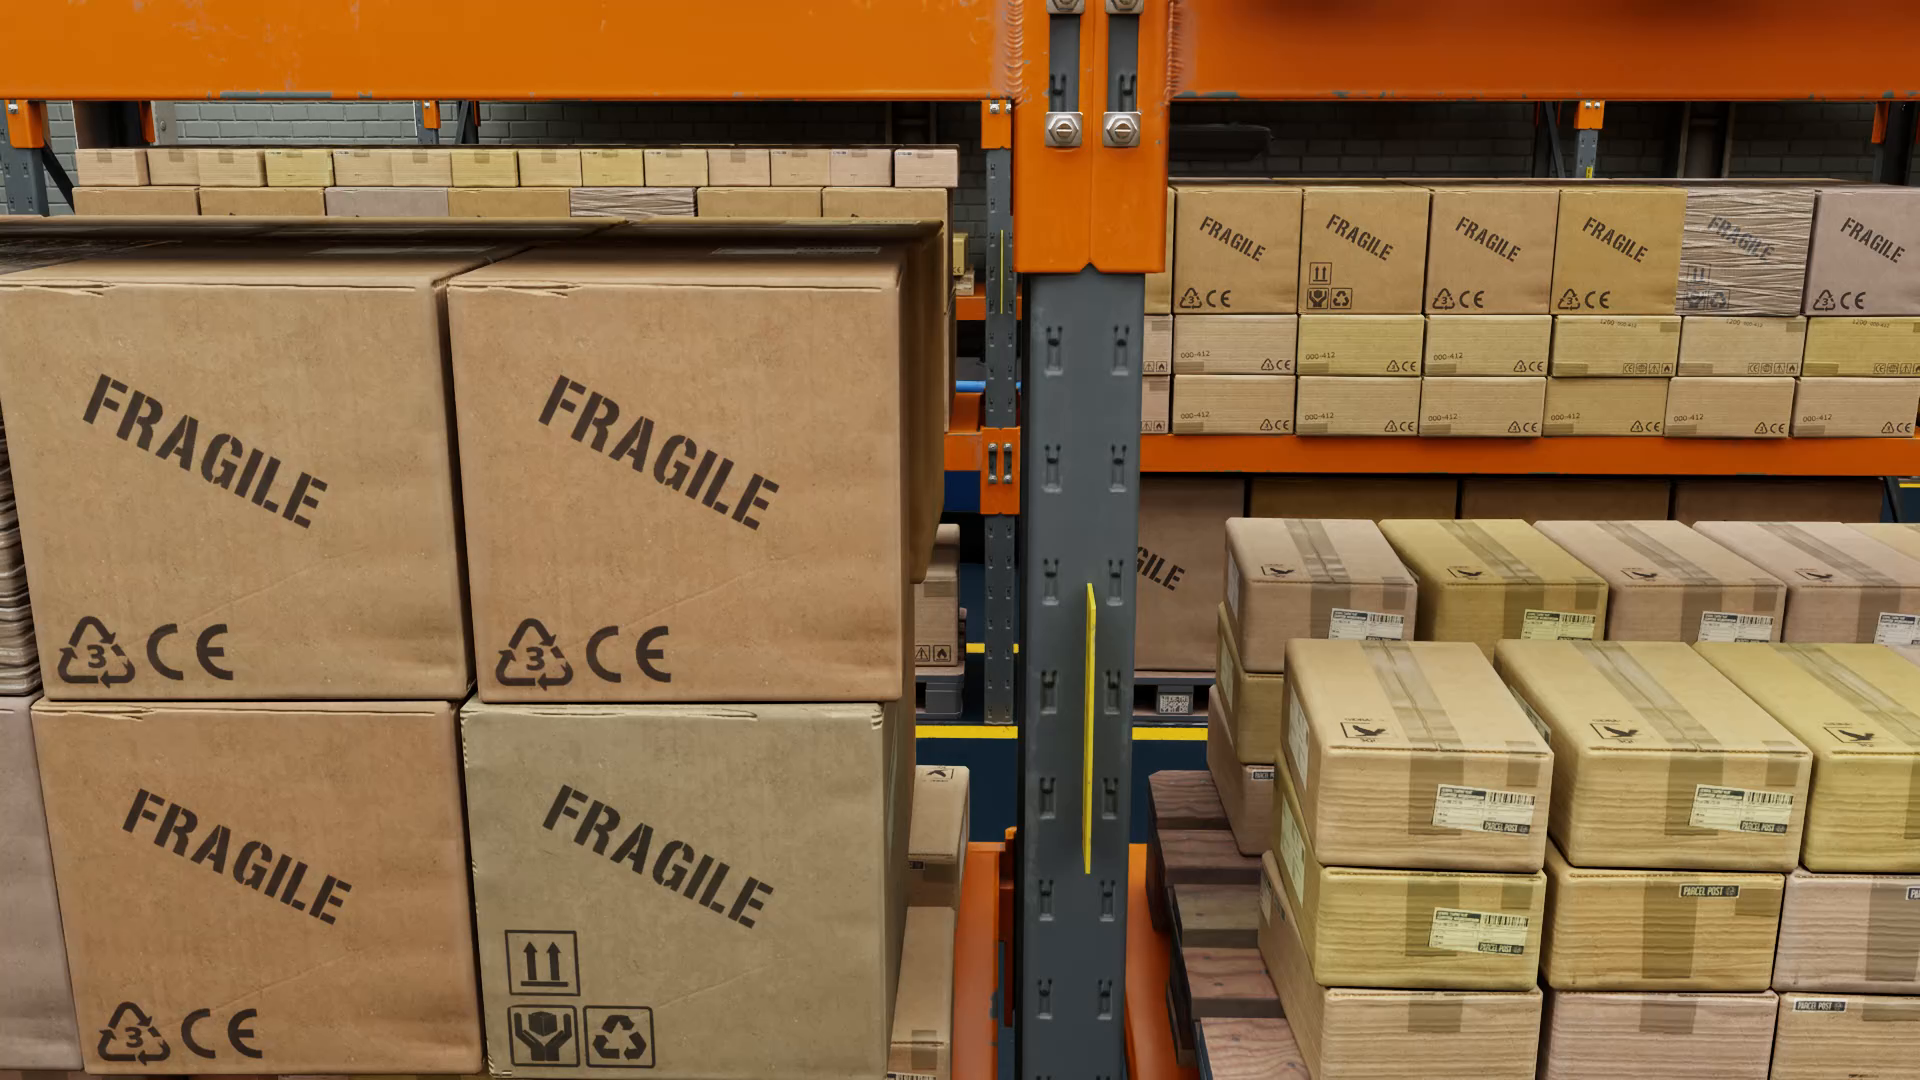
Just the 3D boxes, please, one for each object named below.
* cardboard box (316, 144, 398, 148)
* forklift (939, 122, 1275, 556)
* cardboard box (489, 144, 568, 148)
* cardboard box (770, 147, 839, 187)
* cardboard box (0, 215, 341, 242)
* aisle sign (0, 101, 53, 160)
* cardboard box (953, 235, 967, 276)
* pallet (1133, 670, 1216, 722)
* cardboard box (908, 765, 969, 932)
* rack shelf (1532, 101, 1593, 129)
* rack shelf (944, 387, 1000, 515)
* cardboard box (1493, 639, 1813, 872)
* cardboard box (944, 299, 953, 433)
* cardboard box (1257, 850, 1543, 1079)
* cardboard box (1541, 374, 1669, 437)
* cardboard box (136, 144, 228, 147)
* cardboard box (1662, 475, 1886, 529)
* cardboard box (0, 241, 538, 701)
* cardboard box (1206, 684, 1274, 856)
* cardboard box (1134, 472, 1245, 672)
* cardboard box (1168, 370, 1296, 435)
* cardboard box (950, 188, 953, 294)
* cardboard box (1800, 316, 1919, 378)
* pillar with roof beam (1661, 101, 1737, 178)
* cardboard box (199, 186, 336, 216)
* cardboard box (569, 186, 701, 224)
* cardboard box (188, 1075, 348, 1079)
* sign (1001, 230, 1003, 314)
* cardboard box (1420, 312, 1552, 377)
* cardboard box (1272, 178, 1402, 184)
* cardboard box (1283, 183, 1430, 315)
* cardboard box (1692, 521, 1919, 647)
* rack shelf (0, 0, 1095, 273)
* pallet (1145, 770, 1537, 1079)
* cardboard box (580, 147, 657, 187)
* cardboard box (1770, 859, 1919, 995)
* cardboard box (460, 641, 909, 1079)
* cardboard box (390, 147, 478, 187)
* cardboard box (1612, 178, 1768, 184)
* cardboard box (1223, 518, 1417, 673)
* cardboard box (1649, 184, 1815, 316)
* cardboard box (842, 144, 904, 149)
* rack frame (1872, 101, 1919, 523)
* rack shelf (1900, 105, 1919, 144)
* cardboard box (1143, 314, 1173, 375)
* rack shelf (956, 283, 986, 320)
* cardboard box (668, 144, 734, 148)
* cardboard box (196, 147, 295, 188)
[{"bbox_3d":[-2.688,-1.696,7.462,0.250,0.149,0.380,1,15,3],"label":"cardboard box"},{"bbox_3d":[1.285,-1.385,9.845,3.031,2.935,1.130,1,15,5],"label":"forklift"},{"bbox_3d":[-1.915,-1.683,7.413,0.250,0.149,0.380,1,15,3],"label":"cardboard box"},{"bbox_3d":[-0.645,-1.564,6.960,0.250,0.149,0.380,0,15,1],"label":"cardboard box"},{"bbox_3d":[-1.311,-0.252,2.677,0.500,0.500,0.500,1,15,2],"label":"cardboard box"},{"bbox_3d":[-3.897,-1.974,6.844,0.004,0.787,0.394,0,15,1],"label":"aisle sign"},{"bbox_3d":[-0.211,-2.042,11.912,0.500,0.250,0.500,1,15,3],"label":"cardboard box"},{"bbox_3d":[0.954,0.570,7.765,1.213,0.211,1.003,0,15,1],"label":"pallet"},{"bbox_3d":[-0.119,0.535,2.924,0.250,0.149,0.380,1,15,3],"label":"cardboard box"},{"bbox_3d":[2.303,-3.119,11.813,4.000,0.370,1.077,0,15,1],"label":"rack shelf"},{"bbox_3d":[-1.818,-0.429,7.497,4.000,0.370,1.077,0,15,1],"label":"rack shelf"},{"bbox_3d":[0.817,0.250,2.016,0.250,0.149,0.380,1,15,3],"label":"cardboard box"},{"bbox_3d":[-0.289,-0.750,7.107,0.500,0.500,0.500,1,15,2],"label":"cardboard box"},{"bbox_3d":[0.538,0.537,2.093,0.250,0.149,0.380,0,15,-1],"label":"cardboard box"},{"bbox_3d":[2.654,-0.609,7.063,0.500,0.250,0.500,0,15,1],"label":"cardboard box"},{"bbox_3d":[-3.454,-1.684,7.416,0.250,0.149,0.380,1,15,2],"label":"cardboard box"},{"bbox_3d":[3.491,0.061,7.572,0.875,0.875,0.875,0,15,1],"label":"cardboard box"},{"bbox_3d":[-0.838,-0.113,2.148,0.500,0.500,0.500,0,15,0],"label":"cardboard box"},{"bbox_3d":[0.558,0.370,2.729,0.250,0.149,0.380,0,15,0],"label":"cardboard box"},{"bbox_3d":[0.803,0.044,7.635,0.875,0.875,0.875,1,15,3],"label":"cardboard box"},{"bbox_3d":[1.132,-0.618,7.098,0.500,0.250,0.500,0,15,0],"label":"cardboard box"},{"bbox_3d":[-0.289,-1.361,7.461,0.500,0.500,0.500,0,15,2],"label":"cardboard box"},{"bbox_3d":[3.689,-0.846,6.979,0.500,0.250,0.500,0,15,1],"label":"cardboard box"},{"bbox_3d":[5.519,-4.028,7.967,0.400,9.000,9.100,0,15,1],"label":"pillar with roof beam"},{"bbox_3d":[-2.828,-1.245,7.021,0.500,0.500,0.500,0,15,0],"label":"cardboard box"},{"bbox_3d":[-1.314,-1.235,6.984,0.500,0.500,0.500,1,15,2],"label":"cardboard box"},{"bbox_3d":[-0.918,0.668,2.419,0.250,0.149,0.380,0,15,0],"label":"cardboard box"},{"bbox_3d":[0.168,-1.079,6.699,0.005,0.325,0.100,0,15,1],"label":"sign"},{"bbox_3d":[2.145,-0.849,6.993,0.500,0.250,0.500,0,15,0],"label":"cardboard box"},{"bbox_3d":[1.658,-1.347,7.410,0.500,0.500,0.500,1,15,3],"label":"cardboard box"},{"bbox_3d":[1.624,-1.219,6.926,0.500,0.500,0.500,0,15,0],"label":"cardboard box"},{"bbox_3d":[1.351,0.088,2.630,0.250,0.149,0.380,0,15,1],"label":"cardboard box"},{"bbox_3d":[-1.844,-0.617,2.327,4.000,0.370,1.077,0,15,1],"label":"rack shelf"},{"bbox_3d":[0.916,0.634,2.434,1.213,0.211,1.003,0,15,1],"label":"pallet"},{"bbox_3d":[-1.411,-1.555,6.925,0.250,0.149,0.380,0,15,0],"label":"cardboard box"},{"bbox_3d":[1.055,0.396,2.044,0.250,0.149,0.380,1,15,3],"label":"cardboard box"},{"bbox_3d":[-0.335,0.376,2.257,0.500,0.500,0.500,0,15,2],"label":"cardboard box"},{"bbox_3d":[-2.173,-1.550,6.909,0.250,0.149,0.380,1,15,2],"label":"cardboard box"},{"bbox_3d":[3.197,-1.336,7.368,0.500,0.500,0.500,0,15,2],"label":"cardboard box"},{"bbox_3d":[0.562,0.083,2.650,0.250,0.149,0.380,1,15,4],"label":"cardboard box"},{"bbox_3d":[3.143,-1.208,6.881,0.500,0.500,0.500,1,15,2],"label":"cardboard box"},{"bbox_3d":[-0.384,-1.675,7.382,0.250,0.149,0.380,1,15,2],"label":"cardboard box"},{"bbox_3d":[4.180,-0.738,7.257,0.127,3.000,1.000,0,15,1],"label":"rack frame"},{"bbox_3d":[6.179,-1.827,6.917,4.000,0.370,1.077,0,15,1],"label":"rack shelf"},{"bbox_3d":[0.614,-0.858,7.028,0.500,0.250,0.500,0,15,0],"label":"cardboard box"},{"bbox_3d":[-1.695,-1.695,12.295,4.000,0.370,1.077,0,15,1],"label":"rack shelf"},{"bbox_3d":[-1.153,-1.693,7.448,0.250,0.149,0.380,0,15,0],"label":"cardboard box"},{"bbox_3d":[-2.949,-1.548,6.900,0.250,0.149,0.380,1,15,3],"label":"cardboard box"}]
